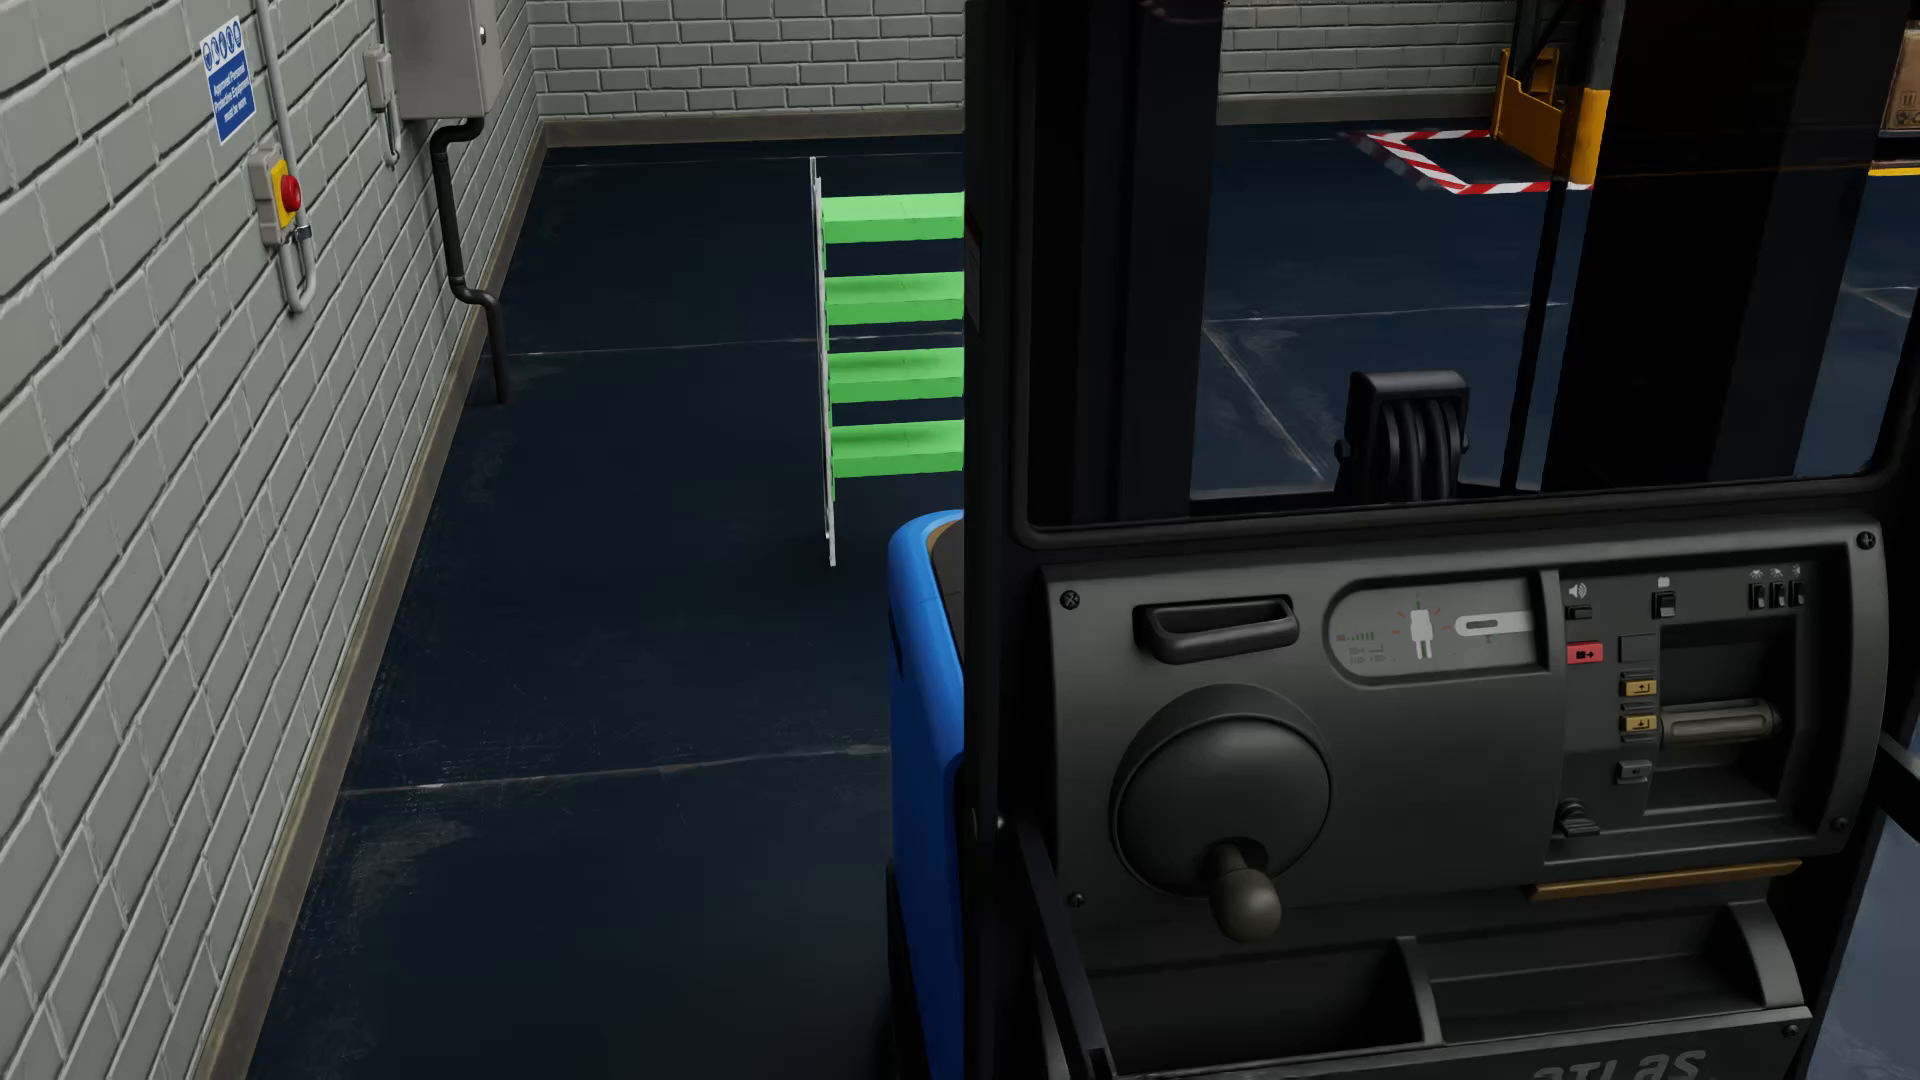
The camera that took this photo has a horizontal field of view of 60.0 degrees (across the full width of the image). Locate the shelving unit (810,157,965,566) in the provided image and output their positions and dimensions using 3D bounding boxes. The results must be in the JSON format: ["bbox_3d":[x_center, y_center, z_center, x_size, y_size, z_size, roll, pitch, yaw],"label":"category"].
[{"bbox_3d":[-0.164,-0.523,4.956,0.503,1.200,0.258,-4,27,-7],"label":"shelving unit"}]

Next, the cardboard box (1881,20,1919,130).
[{"bbox_3d":[5.352,-2.621,9.351,0.500,0.500,0.500,-3,27,-6],"label":"cardboard box"}]

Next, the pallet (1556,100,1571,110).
[{"bbox_3d":[4.209,-2.341,9.581,1.213,0.211,1.003,-4,27,-7],"label":"pallet"}]

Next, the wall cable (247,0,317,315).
[{"bbox_3d":[-1.541,-1.379,3.504,0.123,1.953,0.585,-4,27,-7],"label":"wall cable"}]

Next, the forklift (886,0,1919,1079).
[{"bbox_3d":[0.585,0.231,1.589,1.130,2.935,3.031,-4,27,-8],"label":"forklift"}]

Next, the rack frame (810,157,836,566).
[{"bbox_3d":[-0.406,-0.508,4.925,0.015,1.200,0.240,-4,27,-7],"label":"rack frame"}]

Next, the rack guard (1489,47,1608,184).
[{"bbox_3d":[3.419,-2.418,9.415,0.348,0.500,1.175,-4,27,-7],"label":"rack guard"}]

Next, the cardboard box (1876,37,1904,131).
[{"bbox_3d":[4.815,-2.633,9.374,0.500,0.500,0.700,-3,27,-5],"label":"cardboard box"}]

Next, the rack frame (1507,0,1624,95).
[{"bbox_3d":[3.344,-3.526,8.835,0.127,3.000,1.000,-4,27,-7],"label":"rack frame"}]

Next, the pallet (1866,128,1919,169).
[{"bbox_3d":[5.414,-2.417,9.729,1.213,0.211,1.003,-4,27,-7],"label":"pallet"}]

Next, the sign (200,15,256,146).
[{"bbox_3d":[-1.595,-1.007,3.631,0.001,0.218,0.327,-4,27,-7],"label":"sign"}]

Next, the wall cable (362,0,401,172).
[{"bbox_3d":[-1.750,-2.005,4.759,0.122,1.984,0.588,-4,27,-7],"label":"wall cable"}]

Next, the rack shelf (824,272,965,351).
[{"bbox_3d":[-0.164,-0.680,4.875,0.480,0.148,0.258,-4,27,-7],"label":"rack shelf"}]

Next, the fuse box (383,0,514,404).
[{"bbox_3d":[-1.689,-1.298,5.906,0.414,1.711,0.539,-4,27,-7],"label":"fuse box"}]

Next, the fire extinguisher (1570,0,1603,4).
[{"bbox_3d":[3.263,-3.107,8.513,0.183,0.674,0.296,-4,27,-7],"label":"fire extinguisher"}]

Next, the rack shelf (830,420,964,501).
[{"bbox_3d":[-0.164,-0.253,5.094,0.480,0.148,0.258,-4,27,-7],"label":"rack shelf"}]

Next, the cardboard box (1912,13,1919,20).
[{"bbox_3d":[5.843,-2.699,9.503,0.500,0.500,0.700,-5,28,-9],"label":"cardboard box"}]

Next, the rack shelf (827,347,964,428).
[{"bbox_3d":[-0.164,-0.466,4.985,0.480,0.148,0.258,-4,27,-7],"label":"rack shelf"}]

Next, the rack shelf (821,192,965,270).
[{"bbox_3d":[-0.164,-0.893,4.766,0.480,0.148,0.258,-4,27,-7],"label":"rack shelf"}]
